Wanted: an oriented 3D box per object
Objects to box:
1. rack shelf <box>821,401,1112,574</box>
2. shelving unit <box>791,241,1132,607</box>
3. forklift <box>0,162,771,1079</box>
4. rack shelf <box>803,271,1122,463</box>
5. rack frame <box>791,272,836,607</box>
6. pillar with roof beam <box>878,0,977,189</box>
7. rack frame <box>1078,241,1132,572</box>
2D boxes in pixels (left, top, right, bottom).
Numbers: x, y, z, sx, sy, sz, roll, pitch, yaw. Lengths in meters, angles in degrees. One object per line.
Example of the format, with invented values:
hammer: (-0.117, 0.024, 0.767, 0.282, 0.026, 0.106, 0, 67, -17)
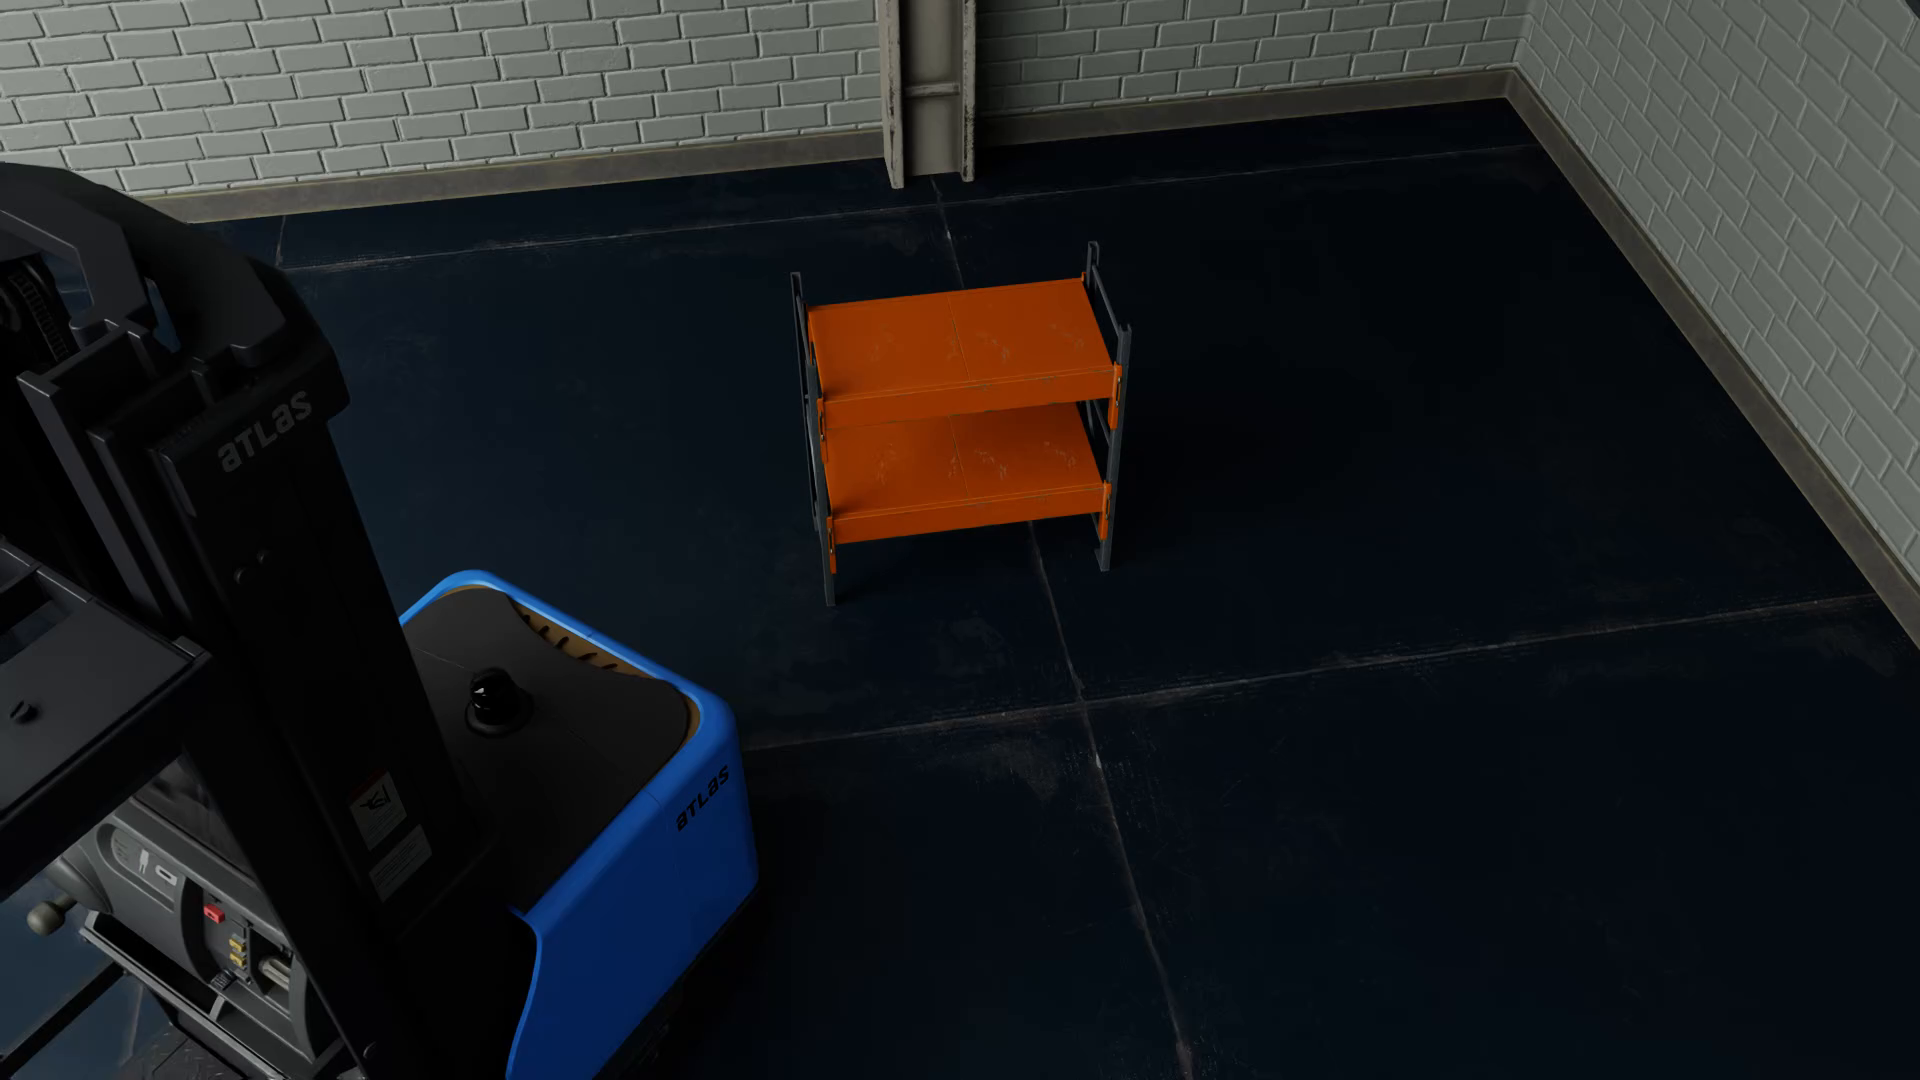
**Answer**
rack shelf: (-0.007, -0.220, 6.020, 1.000, 0.278, 0.538, -7, 46, -7)
shelving unit: (-0.007, -0.389, 5.844, 1.048, 1.125, 0.538, -7, 46, -7)
forklift: (-1.795, 0.866, 3.380, 1.130, 2.935, 3.031, 25, 51, 22)
rack shelf: (-0.007, -0.593, 5.633, 1.000, 0.278, 0.538, -7, 46, -7)
rack frame: (-0.508, -0.327, 5.784, 0.032, 1.125, 0.500, -7, 46, -7)
pillar with roof beam: (0.585, -1.859, 1.792, 0.400, 9.000, 9.100, -7, 46, -7)
rack frame: (0.494, -0.452, 5.904, 0.032, 1.125, 0.500, -7, 46, -7)
